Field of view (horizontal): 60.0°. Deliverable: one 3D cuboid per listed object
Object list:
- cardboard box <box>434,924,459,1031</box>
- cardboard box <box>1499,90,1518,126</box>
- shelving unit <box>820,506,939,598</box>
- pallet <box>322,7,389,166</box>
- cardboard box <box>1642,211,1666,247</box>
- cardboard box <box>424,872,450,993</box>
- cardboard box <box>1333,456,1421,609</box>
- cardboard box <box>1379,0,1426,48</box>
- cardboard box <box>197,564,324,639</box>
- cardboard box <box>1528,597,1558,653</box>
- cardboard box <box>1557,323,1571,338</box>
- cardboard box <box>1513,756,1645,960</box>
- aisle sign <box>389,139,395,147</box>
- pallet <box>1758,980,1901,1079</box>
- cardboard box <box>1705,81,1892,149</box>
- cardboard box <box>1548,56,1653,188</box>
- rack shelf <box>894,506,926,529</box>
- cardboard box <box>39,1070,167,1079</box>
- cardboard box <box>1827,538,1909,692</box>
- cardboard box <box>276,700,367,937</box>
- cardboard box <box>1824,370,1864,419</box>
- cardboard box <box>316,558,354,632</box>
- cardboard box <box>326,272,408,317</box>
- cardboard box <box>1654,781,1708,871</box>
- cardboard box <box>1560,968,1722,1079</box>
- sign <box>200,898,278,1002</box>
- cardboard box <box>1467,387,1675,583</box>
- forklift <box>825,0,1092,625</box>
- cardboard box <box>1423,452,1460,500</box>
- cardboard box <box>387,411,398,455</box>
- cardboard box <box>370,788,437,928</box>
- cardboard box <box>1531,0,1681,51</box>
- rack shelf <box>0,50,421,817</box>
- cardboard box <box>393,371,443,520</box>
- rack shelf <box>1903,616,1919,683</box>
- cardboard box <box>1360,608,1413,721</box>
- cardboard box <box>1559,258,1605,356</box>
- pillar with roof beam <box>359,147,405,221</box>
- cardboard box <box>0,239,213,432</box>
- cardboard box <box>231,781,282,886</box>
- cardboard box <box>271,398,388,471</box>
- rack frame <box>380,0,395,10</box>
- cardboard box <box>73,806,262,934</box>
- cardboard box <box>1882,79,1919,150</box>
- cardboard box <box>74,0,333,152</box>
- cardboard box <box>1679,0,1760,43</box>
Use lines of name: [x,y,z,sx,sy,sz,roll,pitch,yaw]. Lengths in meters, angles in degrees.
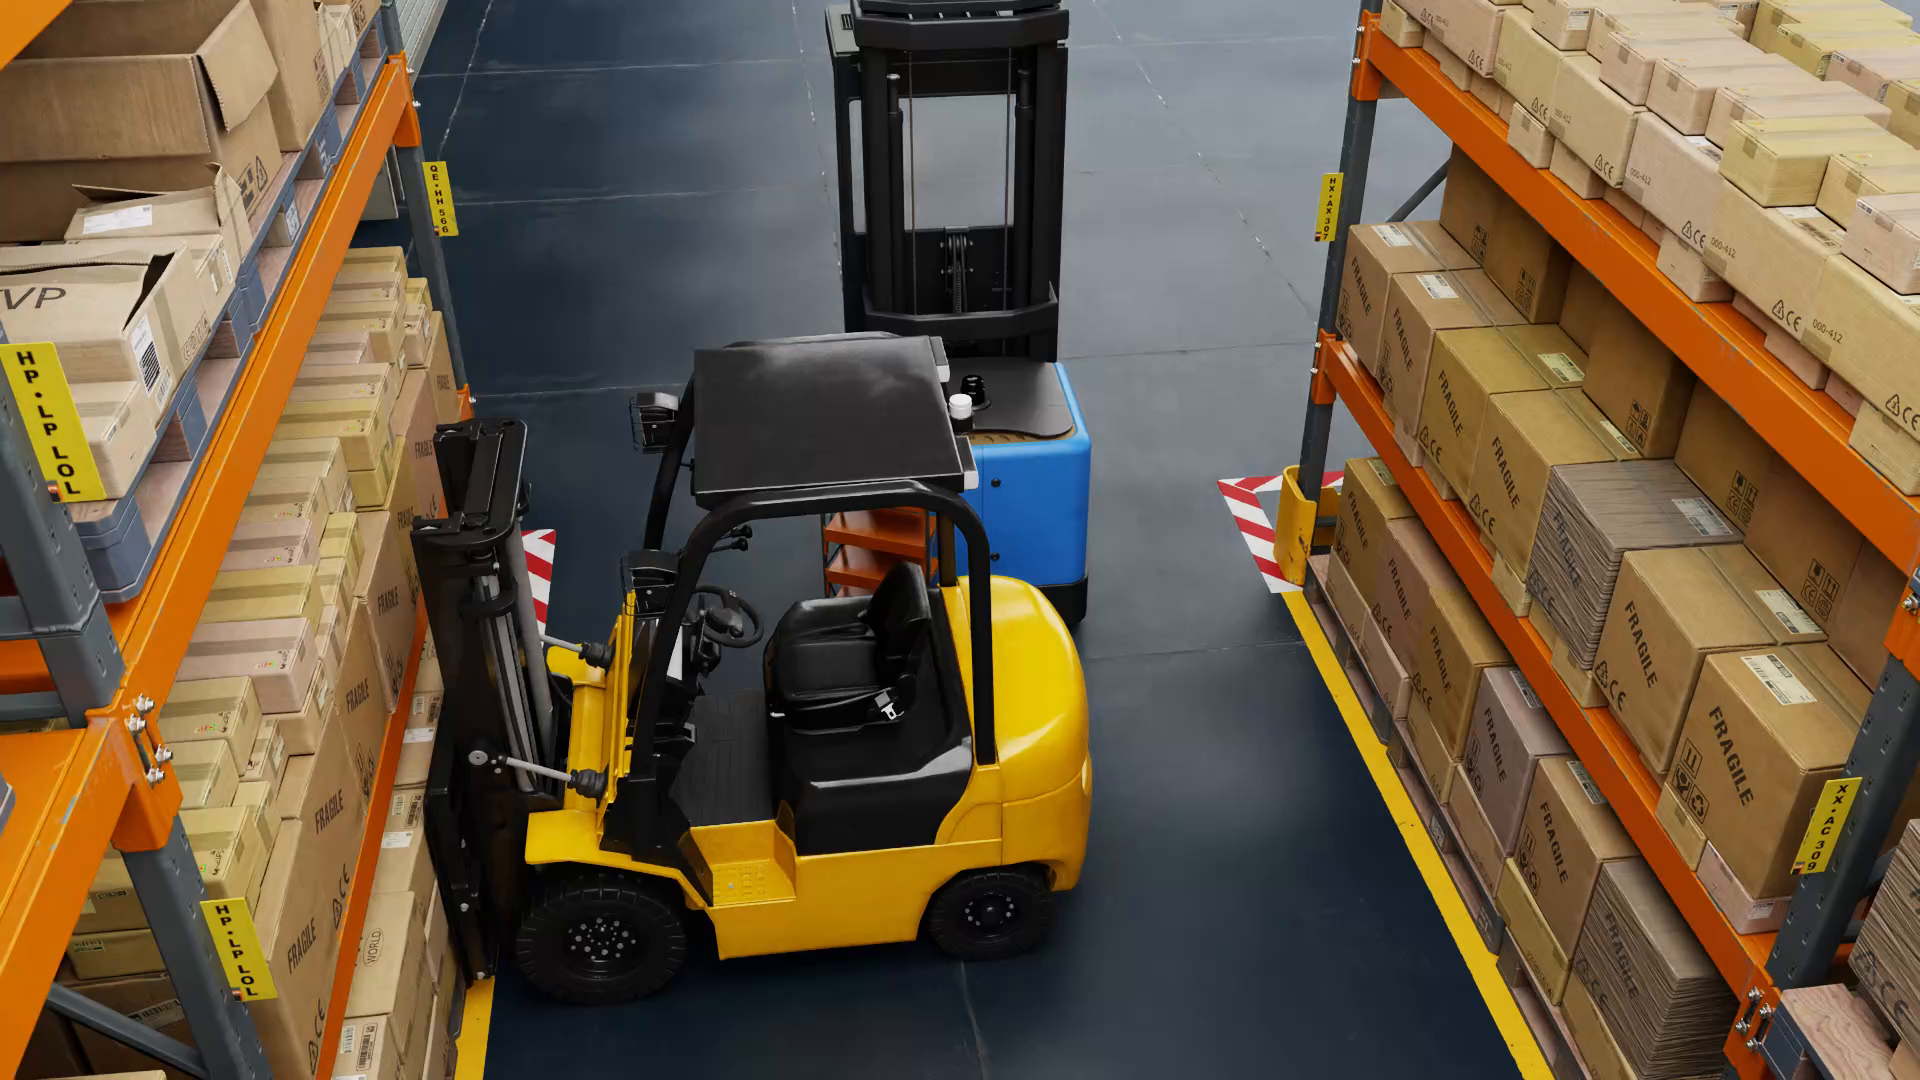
cardboard box: [-2.075,1.523,5.921,0.500,0.250,0.500,-4,34,-6]
cardboard box: [2.156,-1.539,5.905,0.380,0.149,0.250,-5,35,-8]
shelving unit: [-0.341,0.108,7.526,0.503,1.200,0.258,10,36,15]
pallet: [-2.638,-1.616,5.873,1.003,0.211,1.213,-4,35,-6]
cardboard box: [2.328,-0.971,5.070,0.380,0.149,0.250,-4,34,-5]
cardboard box: [-2.055,1.323,5.770,0.500,0.250,0.500,-5,35,-7]
cardboard box: [2.049,-0.050,7.563,0.500,0.500,0.500,-5,35,-8]
cardboard box: [1.933,-2.114,6.747,0.380,0.149,0.250,-4,35,-6]
cardboard box: [-2.081,0.215,4.842,0.380,0.149,0.250,-5,35,-7]
cardboard box: [2.258,0.280,5.898,0.380,0.149,0.250,-5,35,-7]
cardboard box: [2.619,-0.790,6.893,0.500,0.500,0.500,-4,35,-6]
cardboard box: [2.333,1.104,5.869,0.500,0.500,0.500,-4,34,-6]
aisle sign: [-2.425,-1.943,6.629,0.394,0.787,0.004,-4,35,-6]
pallet: [2.707,1.561,3.966,1.003,0.211,1.213,-4,35,-6]
cardboard box: [2.334,-1.161,4.642,0.380,0.149,0.250,-5,35,-7]
cardboard box: [2.216,-1.332,5.246,0.500,0.250,0.500,-4,34,-5]
rack shelf: [-0.341,-0.217,7.305,0.480,0.148,0.258,10,36,15]
cardboard box: [-1.904,1.287,3.533,0.380,0.149,0.250,-3,34,-5]
cardboard box: [2.904,0.205,4.544,0.700,0.500,0.500,-5,35,-7]
cardboard box: [-2.057,0.824,4.788,0.500,0.500,0.500,-4,34,-6]
cardboard box: [2.457,-0.392,4.221,0.380,0.149,0.250,-4,34,-6]
cardboard box: [-2.096,0.199,5.130,0.380,0.149,0.250,-5,35,-8]
cardboard box: [-2.387,-0.923,6.511,0.380,0.149,0.250,-4,35,-6]
cardboard box: [2.363,0.853,5.057,0.380,0.149,0.250,-4,34,-5]
cardboard box: [2.403,1.698,5.664,0.500,0.250,0.500,-3,34,-4]
sign: [-1.633,0.930,3.763,0.100,0.325,0.005,-4,35,-6]
cardboard box: [2.218,-0.210,6.042,0.500,0.500,0.500,-5,35,-7]
forklift: [-0.074,-1.560,8.436,1.130,2.935,3.031,-4,34,-6]
cardboard box: [2.111,-0.298,6.746,0.380,0.149,0.250,-3,34,-5]
cardboard box: [-2.241,-0.372,5.968,0.380,0.149,0.250,-5,35,-8]
cardboard box: [-2.061,1.116,5.630,0.500,0.250,0.500,-3,34,-5]
cardboard box: [2.121,-1.727,5.471,0.380,0.149,0.250,-3,34,-5]
rack shelf: [-2.439,-0.636,4.994,1.077,0.370,4.000,-4,35,-6]
cardboard box: [-2.321,-0.306,6.446,0.500,0.500,0.500,-3,34,-5]
rack shelf: [3.017,1.218,2.274,1.077,0.370,4.000,-4,35,-6]
cardboard box: [2.106,0.532,7.375,0.500,0.250,0.500,-3,34,-5]
cardboard box: [2.727,-0.937,6.220,0.700,0.500,0.500,-5,35,-7]
pillar with roof beam: [-0.048,-6.506,10.306,9.100,9.000,0.400,-4,35,-6]
cardboard box: [-2.040,-0.478,3.741,0.500,0.311,0.500,-4,34,-5]
cardboard box: [-1.988,0.771,4.290,0.380,0.149,0.250,-4,34,-5]
cardboard box: [-2.180,-0.353,5.676,0.380,0.149,0.250,-4,34,-5]
rack frame: [-2.708,-3.289,5.585,1.000,3.000,0.127,-4,35,-6]
cardboard box: [-1.919,0.790,3.998,0.380,0.149,0.250,-4,34,-5]
cardboard box: [2.847,-1.195,4.692,0.380,0.149,0.250,-5,35,-8]
cardboard box: [-2.368,-1.498,5.070,0.700,0.500,0.500,-4,34,-6]
cardboard box: [2.616,-1.768,5.532,0.380,0.149,0.250,-5,35,-8]
